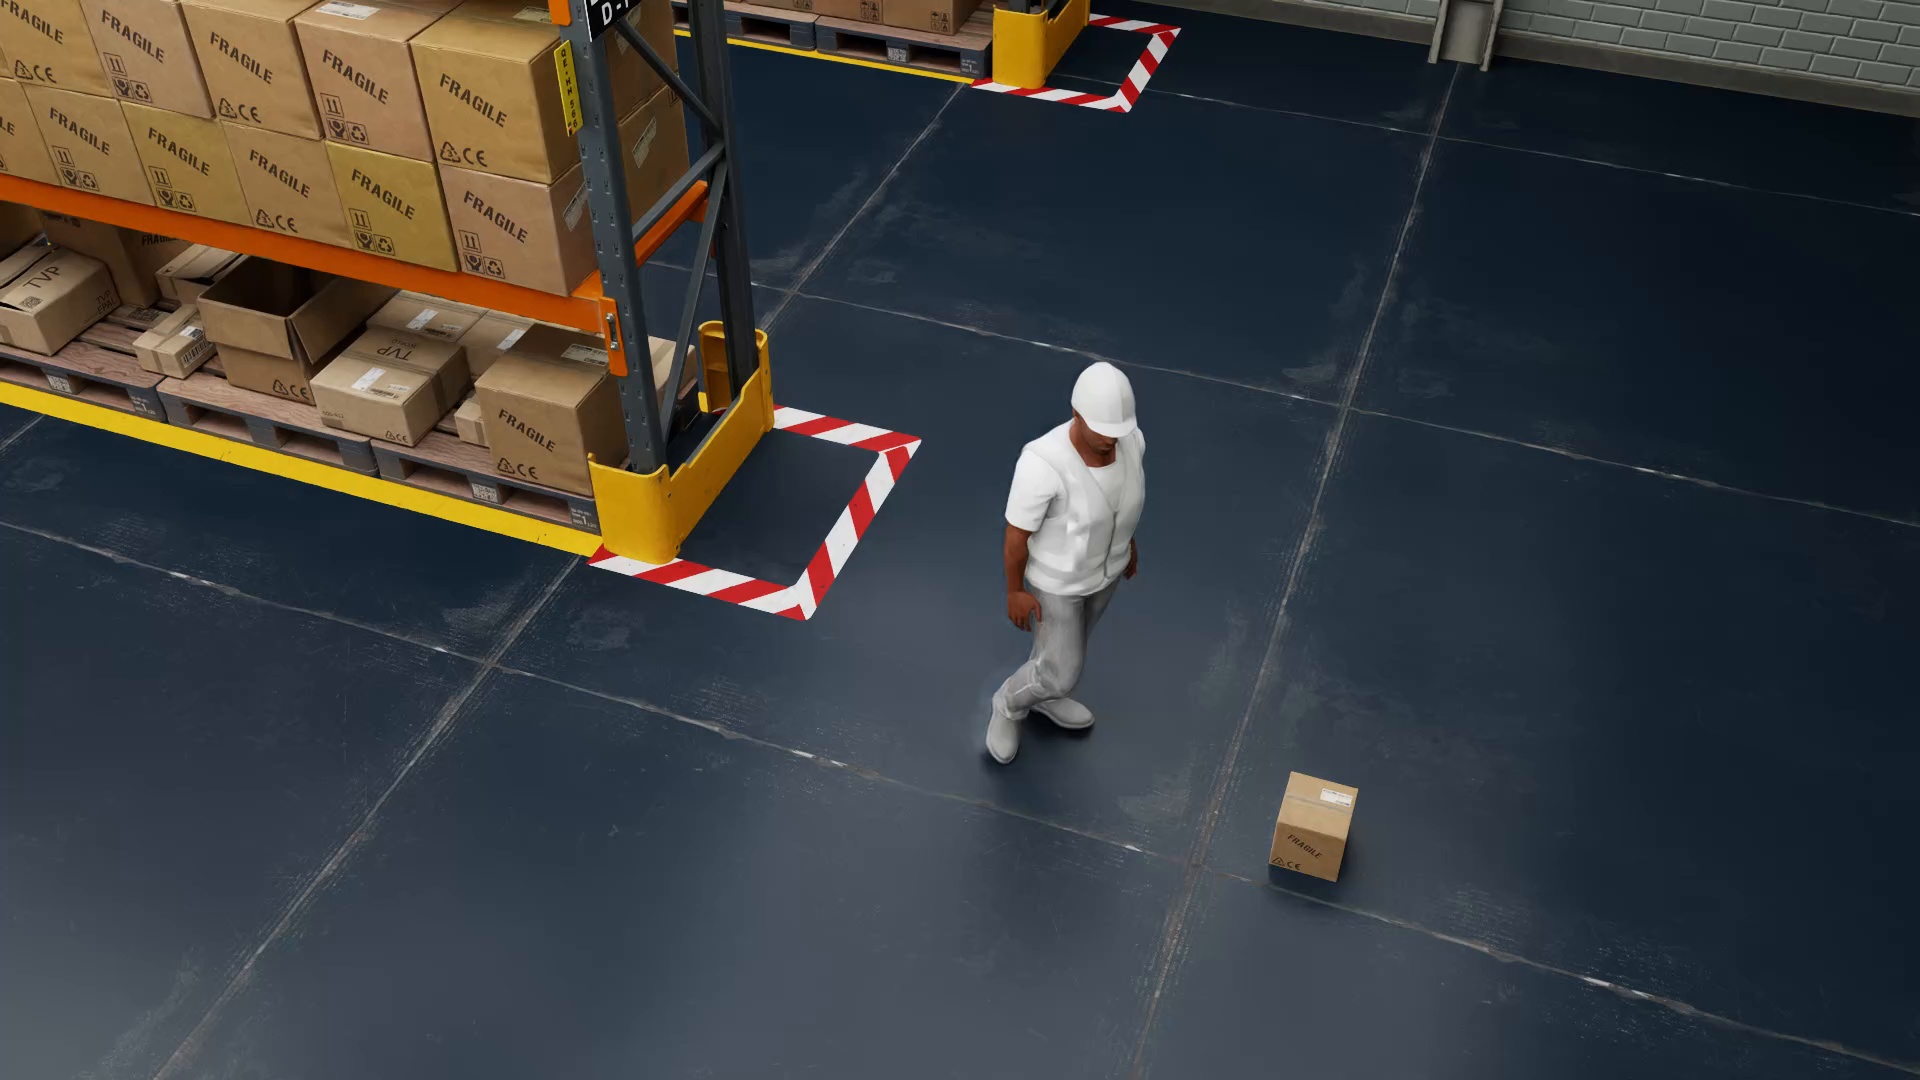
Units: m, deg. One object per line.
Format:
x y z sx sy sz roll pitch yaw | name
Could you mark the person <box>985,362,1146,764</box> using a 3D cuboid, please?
0.401 0.088 6.006 0.640 1.754 0.459 -30 50 -30 | person
